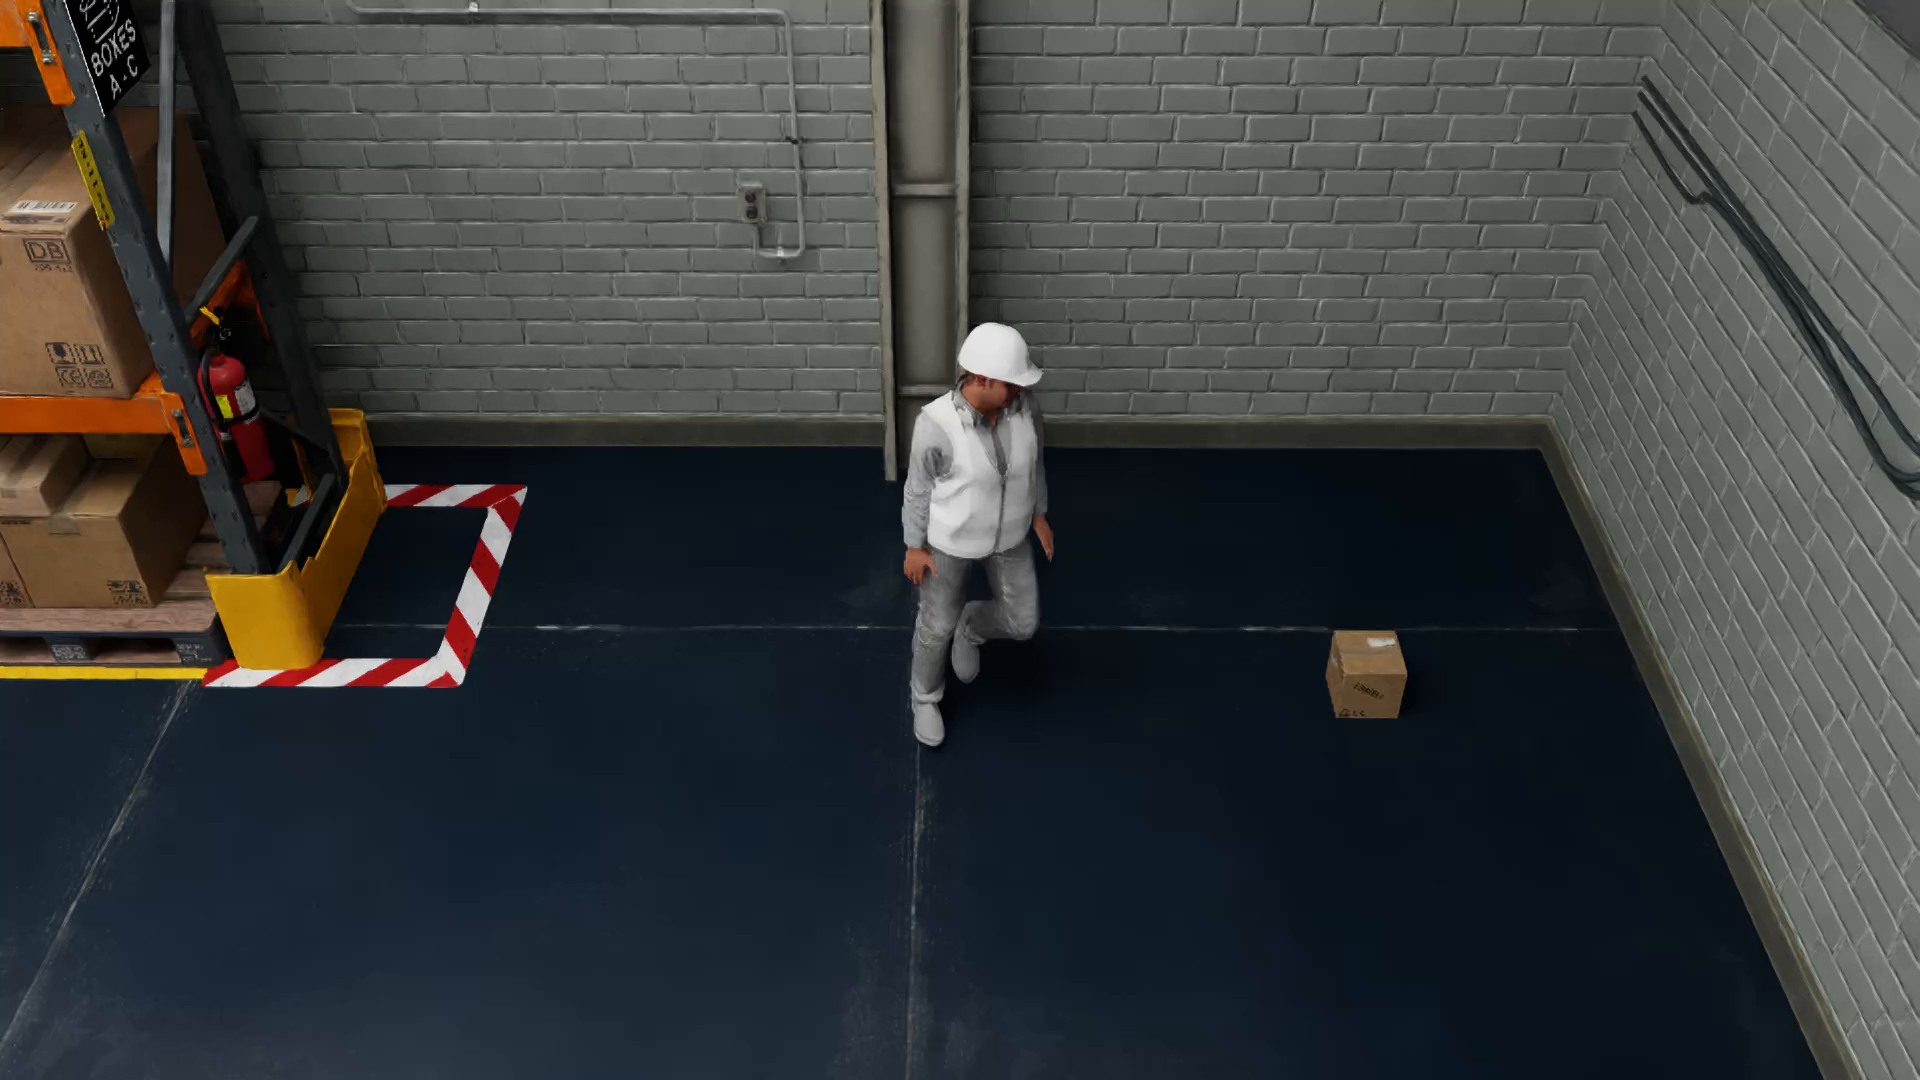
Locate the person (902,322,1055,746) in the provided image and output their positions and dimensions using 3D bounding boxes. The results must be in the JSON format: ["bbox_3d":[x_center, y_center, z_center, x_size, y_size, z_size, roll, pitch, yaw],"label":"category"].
[{"bbox_3d":[0.033,-0.053,6.189,0.605,1.760,0.486,-18,42,-20],"label":"person"}]
